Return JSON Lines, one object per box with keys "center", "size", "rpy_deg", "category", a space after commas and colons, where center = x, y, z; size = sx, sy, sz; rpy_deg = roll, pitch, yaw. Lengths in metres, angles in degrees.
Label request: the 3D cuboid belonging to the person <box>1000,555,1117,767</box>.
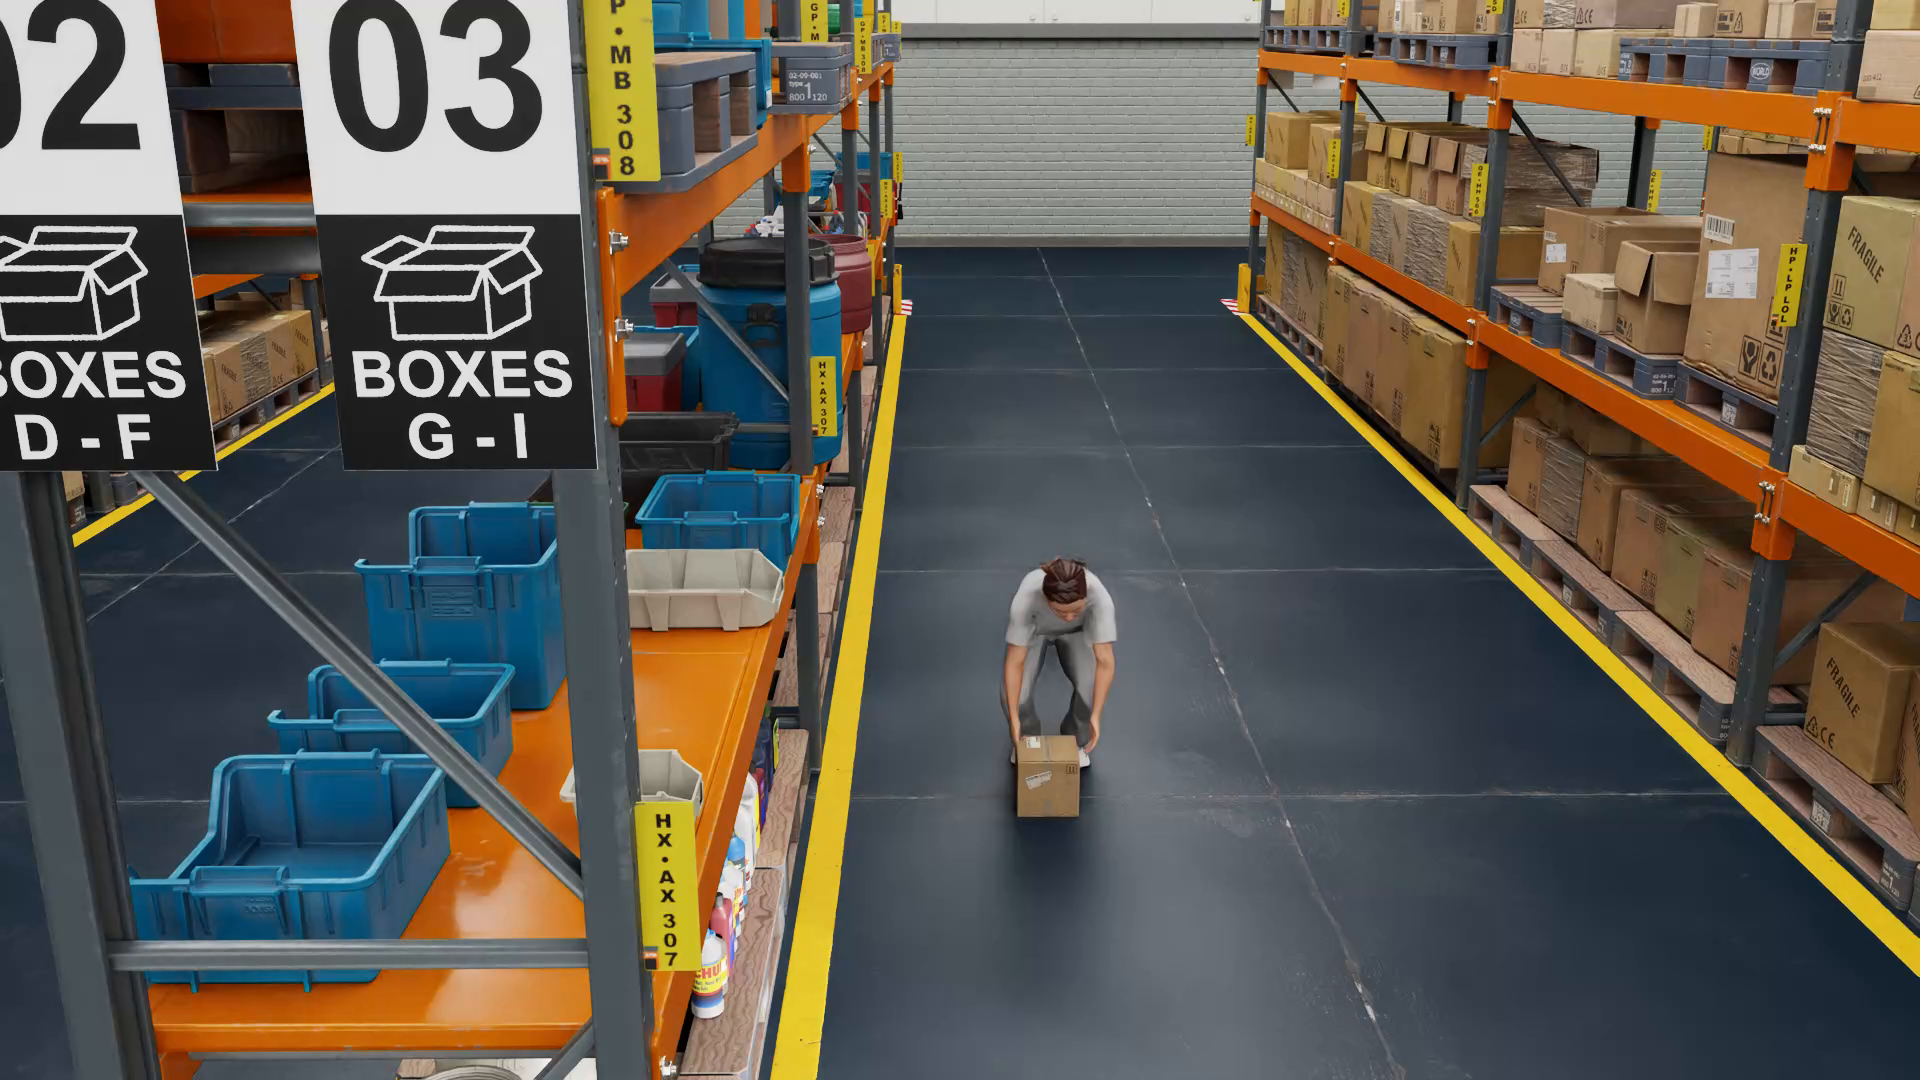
{"center": [0.418, 0.492, 7.067], "size": [0.488, 1.023, 0.777], "rpy_deg": [1, 17, 4], "category": "person"}
